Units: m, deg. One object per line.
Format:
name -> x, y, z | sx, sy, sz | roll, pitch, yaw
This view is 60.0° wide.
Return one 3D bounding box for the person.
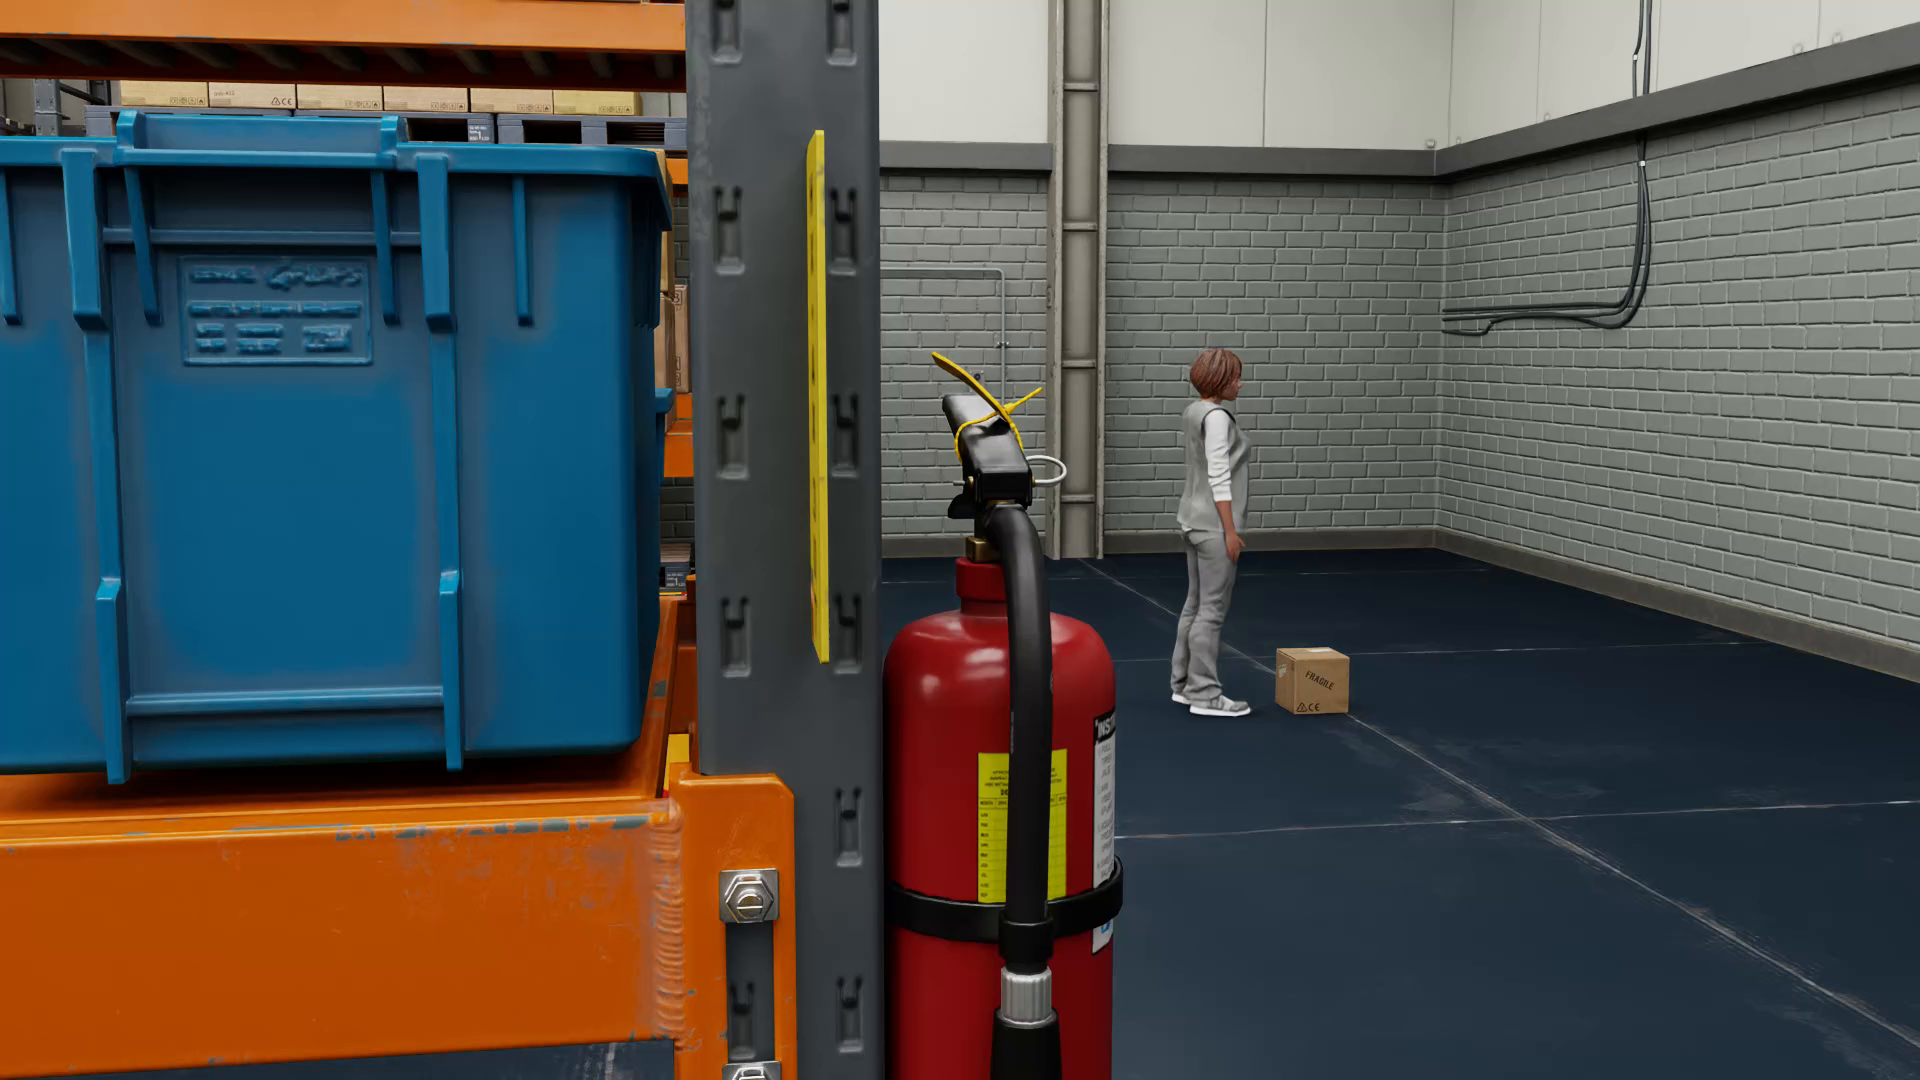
person -> 1.109, -0.030, 7.288 | 0.310, 1.614, 0.427 | -1, 7, -8
